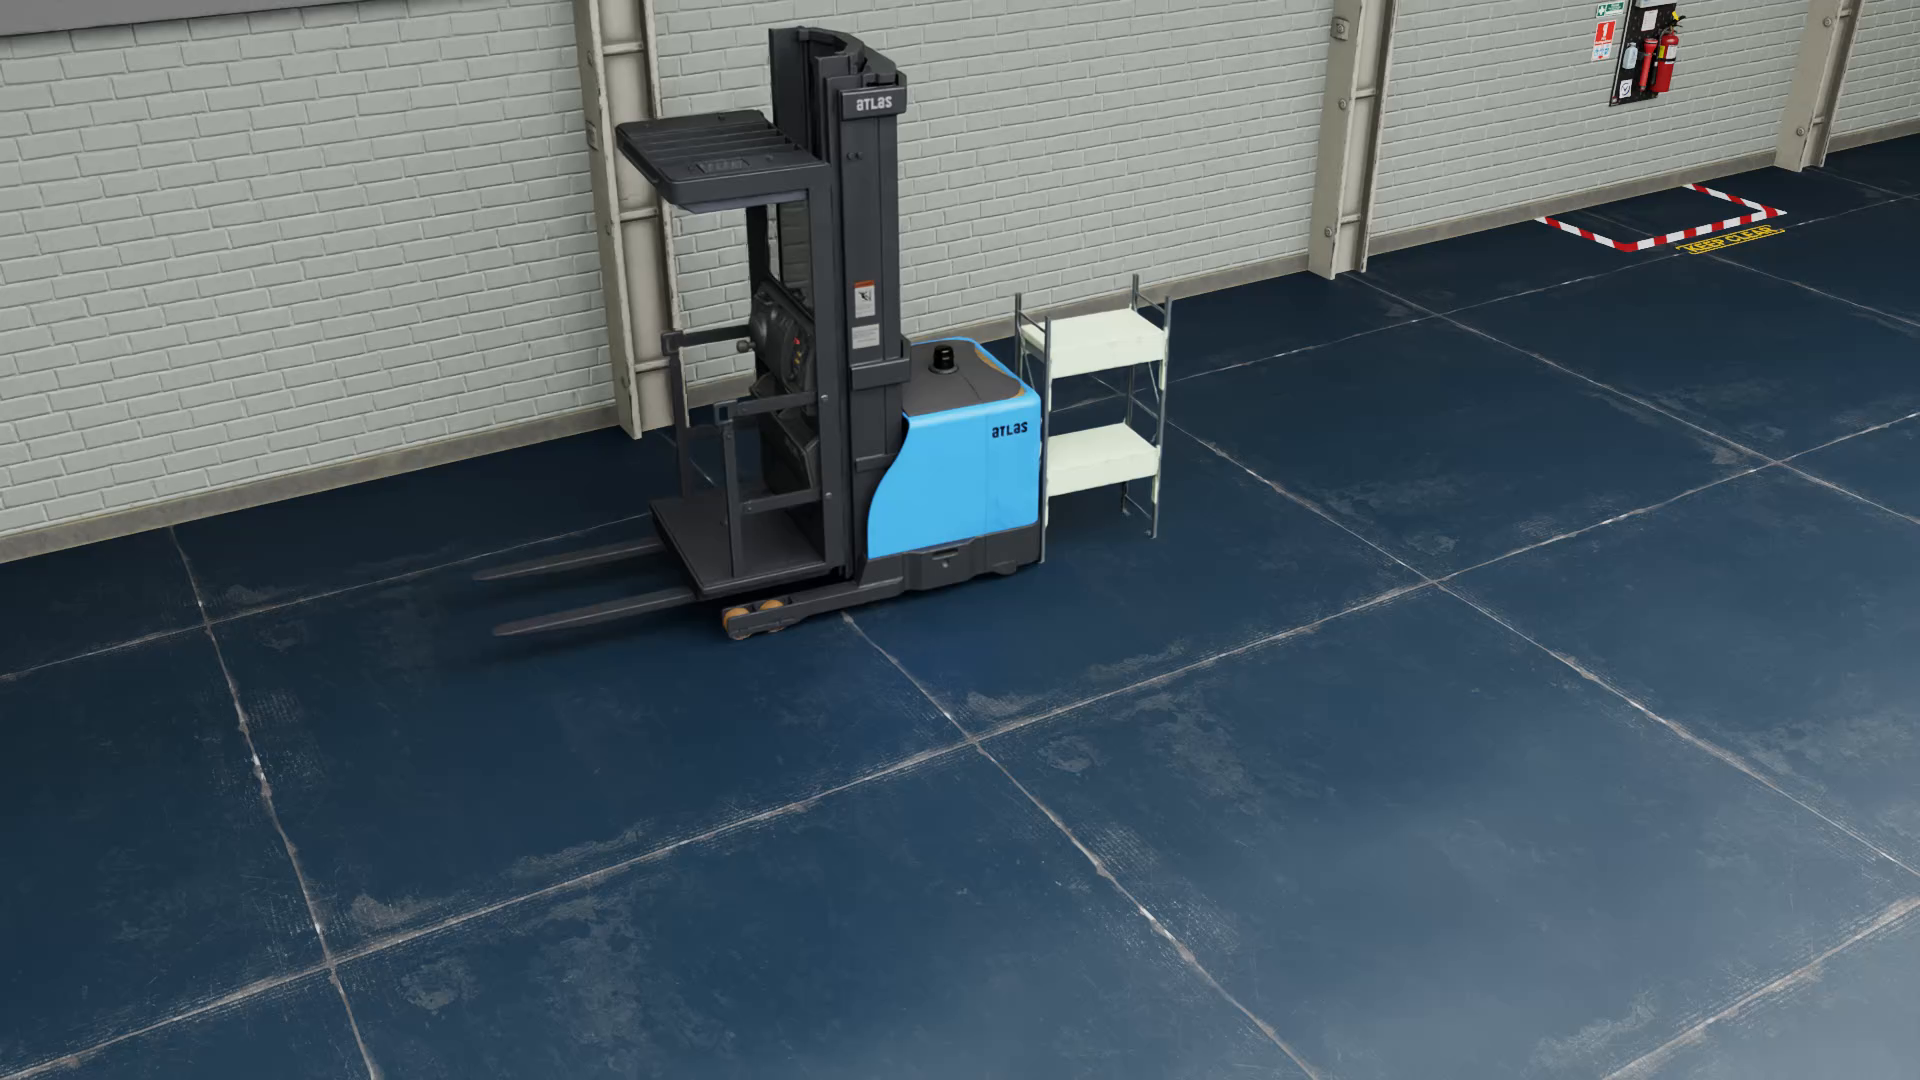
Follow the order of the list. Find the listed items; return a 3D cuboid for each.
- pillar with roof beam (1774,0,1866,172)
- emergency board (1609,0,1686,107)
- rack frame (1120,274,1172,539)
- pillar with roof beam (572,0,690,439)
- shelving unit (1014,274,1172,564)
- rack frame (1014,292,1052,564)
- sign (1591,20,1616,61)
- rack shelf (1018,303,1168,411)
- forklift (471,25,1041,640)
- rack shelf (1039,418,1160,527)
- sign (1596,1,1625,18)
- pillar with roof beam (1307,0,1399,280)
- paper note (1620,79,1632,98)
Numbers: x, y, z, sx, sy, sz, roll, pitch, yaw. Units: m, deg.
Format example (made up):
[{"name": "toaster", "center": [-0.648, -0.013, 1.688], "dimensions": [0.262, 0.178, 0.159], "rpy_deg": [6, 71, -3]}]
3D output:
[{"name": "pillar with roof beam", "center": [10.474, -5.858, 11.051], "dimensions": [0.400, 9.000, 9.100], "rpy_deg": [-16, 33, -26]}, {"name": "emergency board", "center": [6.143, -4.436, 14.683], "dimensions": [0.643, 1.169, 0.194], "rpy_deg": [-16, 33, -26]}, {"name": "rack frame", "center": [1.064, -0.754, 9.563], "dimensions": [0.023, 1.500, 0.400], "rpy_deg": [-12, 31, -21]}, {"name": "pillar with roof beam", "center": [0.128, -2.920, 5.728], "dimensions": [0.400, 9.000, 9.100], "rpy_deg": [-16, 33, -26]}, {"name": "shelving unit", "center": [0.729, -0.682, 9.434], "dimensions": [0.755, 1.500, 0.431], "rpy_deg": [-12, 31, -21]}, {"name": "rack frame", "center": [0.394, -0.611, 9.305], "dimensions": [0.023, 1.500, 0.400], "rpy_deg": [-12, 31, -21]}, {"name": "sign", "center": [5.614, -4.359, 14.507], "dimensions": [0.234, 0.329, 0.001], "rpy_deg": [-16, 33, -26]}, {"name": "rack shelf", "center": [0.729, -1.024, 9.246], "dimensions": [0.720, 0.370, 0.431], "rpy_deg": [-12, 31, -21]}, {"name": "forklift", "center": [-1.112, -1.047, 8.613], "dimensions": [3.031, 2.935, 1.130], "rpy_deg": [-12, 31, -21]}, {"name": "rack shelf", "center": [0.729, -0.397, 9.592], "dimensions": [0.720, 0.370, 0.431], "rpy_deg": [-12, 31, -21]}, {"name": "sign", "center": [5.623, -4.588, 14.374], "dimensions": [0.331, 0.109, 0.001], "rpy_deg": [-16, 33, -26]}, {"name": "pillar with roof beam", "center": [5.301, -4.389, 8.390], "dimensions": [0.400, 9.000, 9.100], "rpy_deg": [-16, 33, -26]}, {"name": "paper note", "center": [5.956, -4.035, 14.869], "dimensions": [0.142, 0.148, 0.016], "rpy_deg": [-16, 33, -26]}]
